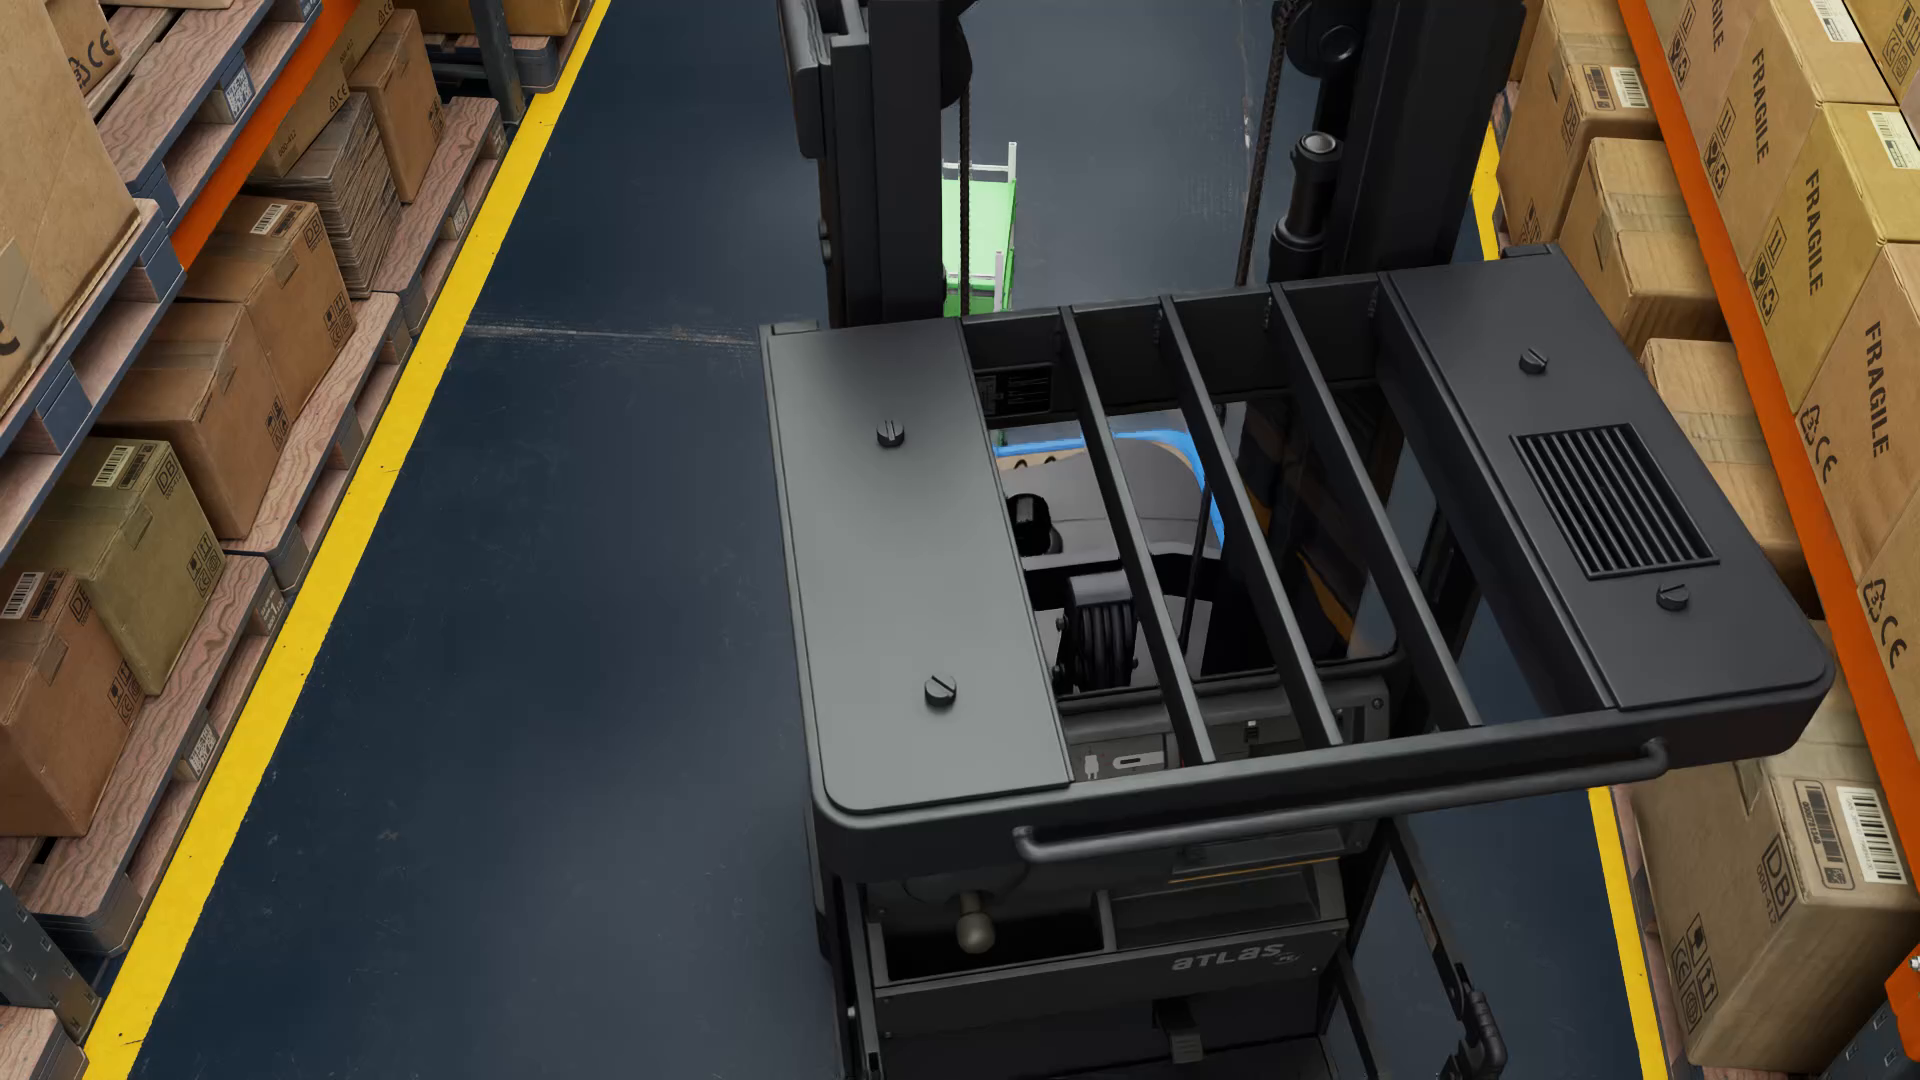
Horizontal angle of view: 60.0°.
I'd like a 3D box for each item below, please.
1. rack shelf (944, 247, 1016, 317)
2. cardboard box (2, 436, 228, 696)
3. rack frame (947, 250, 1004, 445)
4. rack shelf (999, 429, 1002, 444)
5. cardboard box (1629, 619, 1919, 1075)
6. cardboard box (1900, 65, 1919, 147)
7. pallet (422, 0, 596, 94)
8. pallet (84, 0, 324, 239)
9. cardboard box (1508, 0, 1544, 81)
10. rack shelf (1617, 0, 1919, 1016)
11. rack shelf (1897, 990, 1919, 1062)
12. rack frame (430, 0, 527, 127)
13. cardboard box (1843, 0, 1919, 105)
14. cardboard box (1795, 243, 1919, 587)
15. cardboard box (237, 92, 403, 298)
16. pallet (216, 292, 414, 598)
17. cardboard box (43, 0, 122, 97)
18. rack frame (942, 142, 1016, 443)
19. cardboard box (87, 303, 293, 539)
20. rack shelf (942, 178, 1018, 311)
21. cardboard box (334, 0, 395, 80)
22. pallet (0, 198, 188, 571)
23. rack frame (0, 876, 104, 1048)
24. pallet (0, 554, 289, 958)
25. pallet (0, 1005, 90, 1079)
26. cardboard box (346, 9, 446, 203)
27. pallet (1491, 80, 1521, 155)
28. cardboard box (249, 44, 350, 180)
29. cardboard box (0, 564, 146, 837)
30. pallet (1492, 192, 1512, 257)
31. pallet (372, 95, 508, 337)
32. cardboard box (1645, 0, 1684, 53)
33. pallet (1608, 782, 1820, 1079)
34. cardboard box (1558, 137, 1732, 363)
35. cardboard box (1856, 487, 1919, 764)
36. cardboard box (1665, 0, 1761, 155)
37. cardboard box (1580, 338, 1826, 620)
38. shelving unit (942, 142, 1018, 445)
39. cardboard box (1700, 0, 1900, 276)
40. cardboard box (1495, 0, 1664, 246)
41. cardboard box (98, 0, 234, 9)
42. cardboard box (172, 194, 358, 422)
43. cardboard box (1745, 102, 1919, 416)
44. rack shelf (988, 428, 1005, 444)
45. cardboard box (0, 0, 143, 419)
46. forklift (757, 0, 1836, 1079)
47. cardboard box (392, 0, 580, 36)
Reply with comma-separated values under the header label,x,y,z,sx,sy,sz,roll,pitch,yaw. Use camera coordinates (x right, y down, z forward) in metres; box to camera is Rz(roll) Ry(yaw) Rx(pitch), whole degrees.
label,x,y,z,sx,sy,sz,roll,pitch,yaw
rack shelf,0.015,-0.645,4.789,0.258,0.148,0.480,4,48,4
cardboard box,-2.520,0.057,4.561,0.700,0.500,0.500,4,48,3
rack frame,-0.007,-0.347,4.755,0.240,1.200,0.015,4,48,4
rack shelf,0.015,-0.483,4.966,0.258,0.148,0.480,4,48,4
cardboard box,2.238,0.724,3.795,1.050,0.750,0.750,4,48,3
cardboard box,2.401,-0.917,3.311,0.700,0.500,0.500,4,48,4
pallet,-2.148,-2.411,7.313,1.003,0.211,1.213,4,48,4
pallet,-2.434,-1.256,4.496,1.003,0.211,1.213,4,48,4
cardboard box,2.435,-2.170,6.611,0.500,0.500,0.500,4,48,3
rack shelf,2.453,-0.658,4.307,1.077,0.370,4.000,4,48,4
rack shelf,2.088,2.281,1.618,1.077,0.370,4.000,4,48,4
rack frame,-2.295,-2.778,5.758,1.000,3.000,0.127,4,48,4
cardboard box,2.449,-1.288,3.650,0.700,0.500,0.500,3,48,3
cardboard box,2.098,-0.238,3.367,0.500,0.500,0.500,3,48,3
cardboard box,-2.374,-1.181,5.693,0.700,0.500,0.500,0,48,0
pallet,-2.481,-0.369,5.444,1.003,0.211,1.213,4,48,4
cardboard box,-2.593,-1.296,4.048,0.797,0.503,0.637,8,48,8
rack frame,0.037,-0.706,5.083,0.240,1.200,0.015,4,48,4
cardboard box,-2.469,-0.354,4.937,0.700,0.500,0.500,0,48,0
rack shelf,0.015,-0.807,4.611,0.258,0.148,0.480,4,48,4
cardboard box,-2.326,-1.842,5.790,0.500,0.250,0.500,6,48,5
pallet,-2.445,-0.326,3.645,1.003,0.211,1.213,4,48,4
rack frame,-2.659,0.161,3.070,1.000,3.000,0.127,4,48,4
pallet,-2.590,0.530,4.622,1.003,0.211,1.213,4,48,4
pallet,-2.685,1.598,3.645,1.003,0.211,1.213,4,48,4
cardboard box,-2.336,-1.589,6.067,0.700,0.500,0.500,2,48,1
pallet,2.708,-2.004,6.939,1.003,0.211,1.213,4,48,4
cardboard box,-2.364,-1.451,5.432,0.500,0.250,0.500,9,48,8
cardboard box,-2.582,0.406,4.241,0.700,0.500,0.500,1,48,1
pallet,2.488,-0.855,5.889,1.003,0.211,1.213,4,48,4
pallet,-2.368,-1.263,6.262,1.003,0.211,1.213,4,48,4
cardboard box,2.282,-1.719,4.721,0.500,0.500,0.500,3,48,3
pallet,2.266,0.938,4.249,1.003,0.211,1.213,4,48,4
cardboard box,2.414,-0.669,5.069,1.050,0.750,0.750,5,48,4
cardboard box,2.052,0.134,3.027,0.500,0.500,0.500,4,48,3
cardboard box,2.236,-1.348,4.382,0.500,0.500,0.500,4,48,3
cardboard box,2.329,0.016,4.443,1.050,0.750,0.750,4,48,4
shelving unit,0.015,-0.527,4.919,0.258,1.200,0.503,4,48,4
cardboard box,2.188,-0.982,4.048,0.500,0.500,0.500,3,48,3
cardboard box,2.490,-1.312,5.657,1.050,0.750,0.750,3,48,3
cardboard box,-2.178,-1.631,4.516,0.396,0.266,0.258,3,48,2
cardboard box,-2.419,-0.764,5.312,0.700,0.500,0.500,7,48,7
cardboard box,2.144,-0.609,3.706,0.500,0.500,0.500,4,48,4
rack shelf,0.015,-0.321,5.143,0.258,0.148,0.480,4,48,4
cardboard box,-2.448,-0.758,3.219,1.000,1.000,1.000,4,48,4
forklift,0.324,0.577,2.736,1.130,2.935,3.031,-7,48,-6
cardboard box,-2.211,-2.709,6.850,1.225,0.875,0.875,2,48,2
